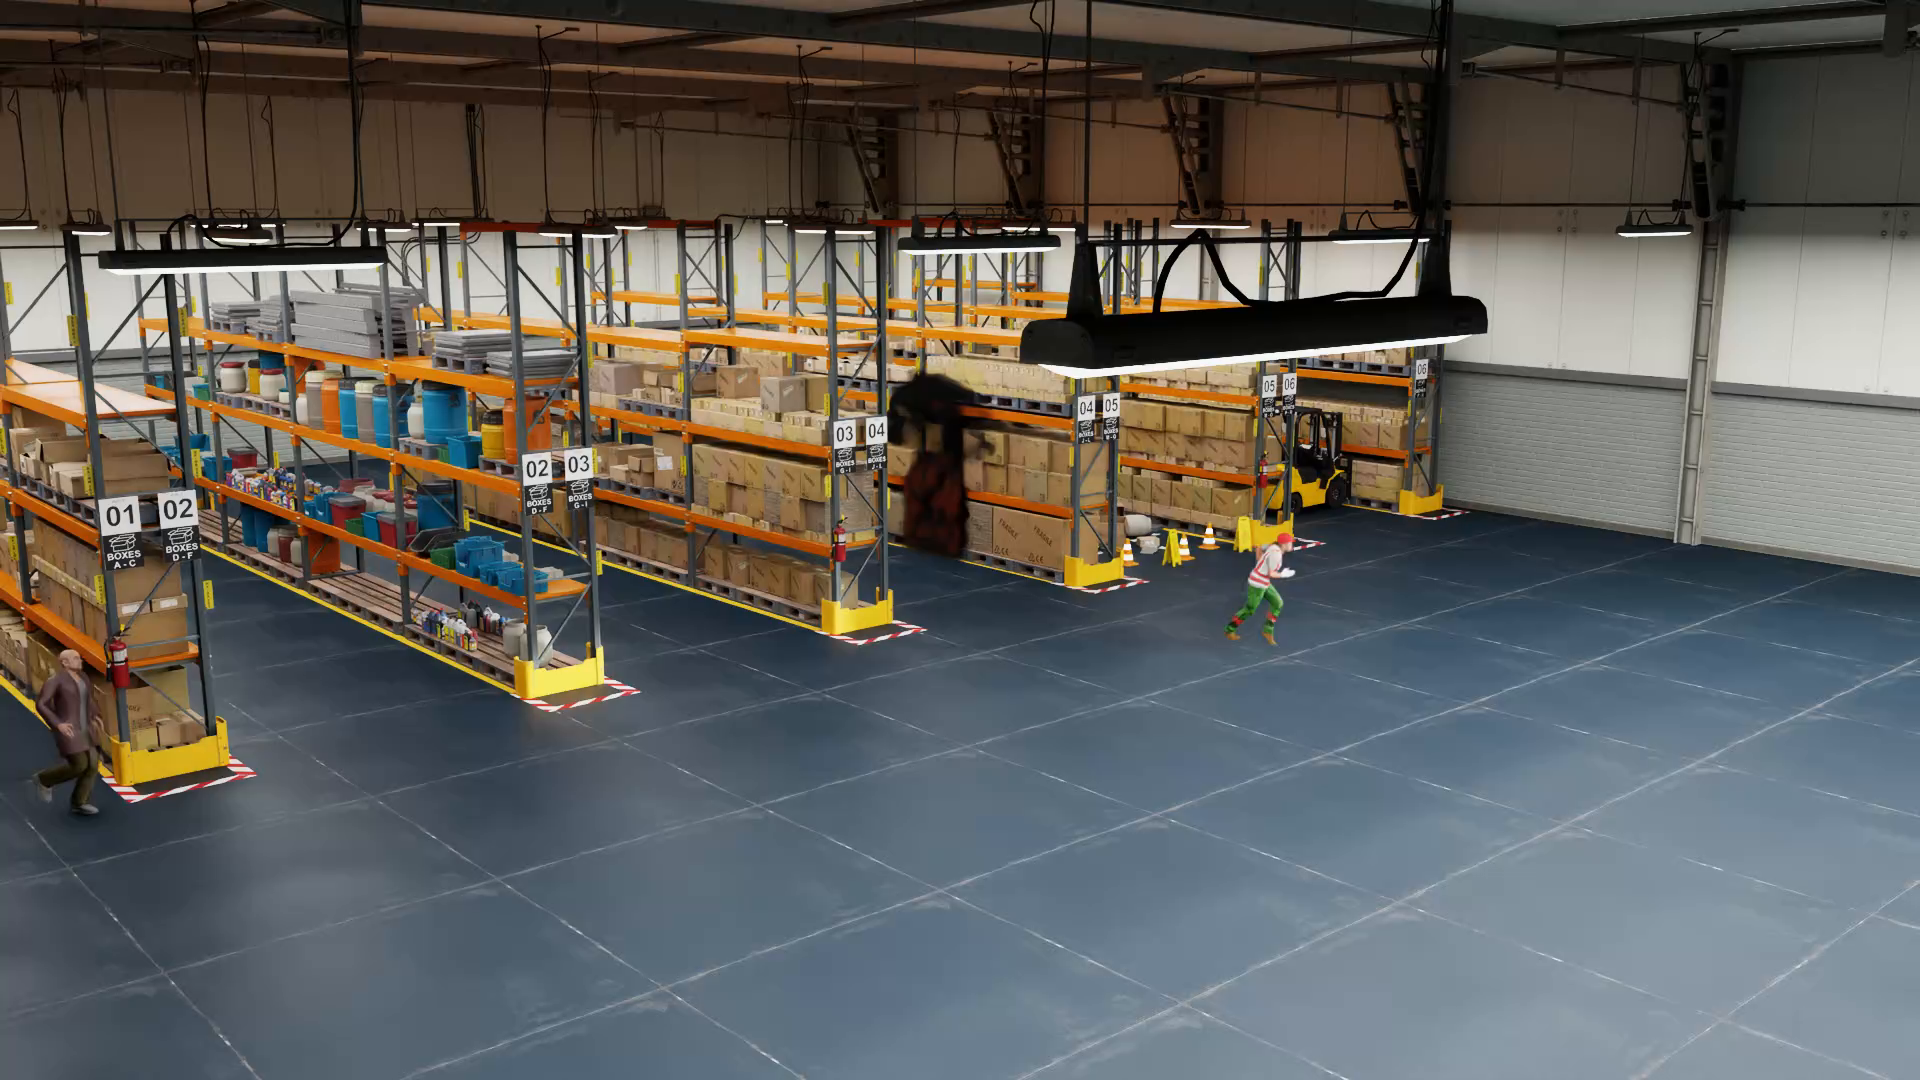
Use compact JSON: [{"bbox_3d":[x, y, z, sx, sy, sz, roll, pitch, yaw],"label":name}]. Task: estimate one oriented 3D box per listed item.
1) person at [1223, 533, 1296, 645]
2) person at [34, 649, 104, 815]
[{"bbox_3d":[4.357,0.716,24.230,1.010,1.710,0.706,2,12,11],"label":"person"},{"bbox_3d":[-9.383,2.002,17.633,0.741,1.703,0.759,2,12,11],"label":"person"}]
